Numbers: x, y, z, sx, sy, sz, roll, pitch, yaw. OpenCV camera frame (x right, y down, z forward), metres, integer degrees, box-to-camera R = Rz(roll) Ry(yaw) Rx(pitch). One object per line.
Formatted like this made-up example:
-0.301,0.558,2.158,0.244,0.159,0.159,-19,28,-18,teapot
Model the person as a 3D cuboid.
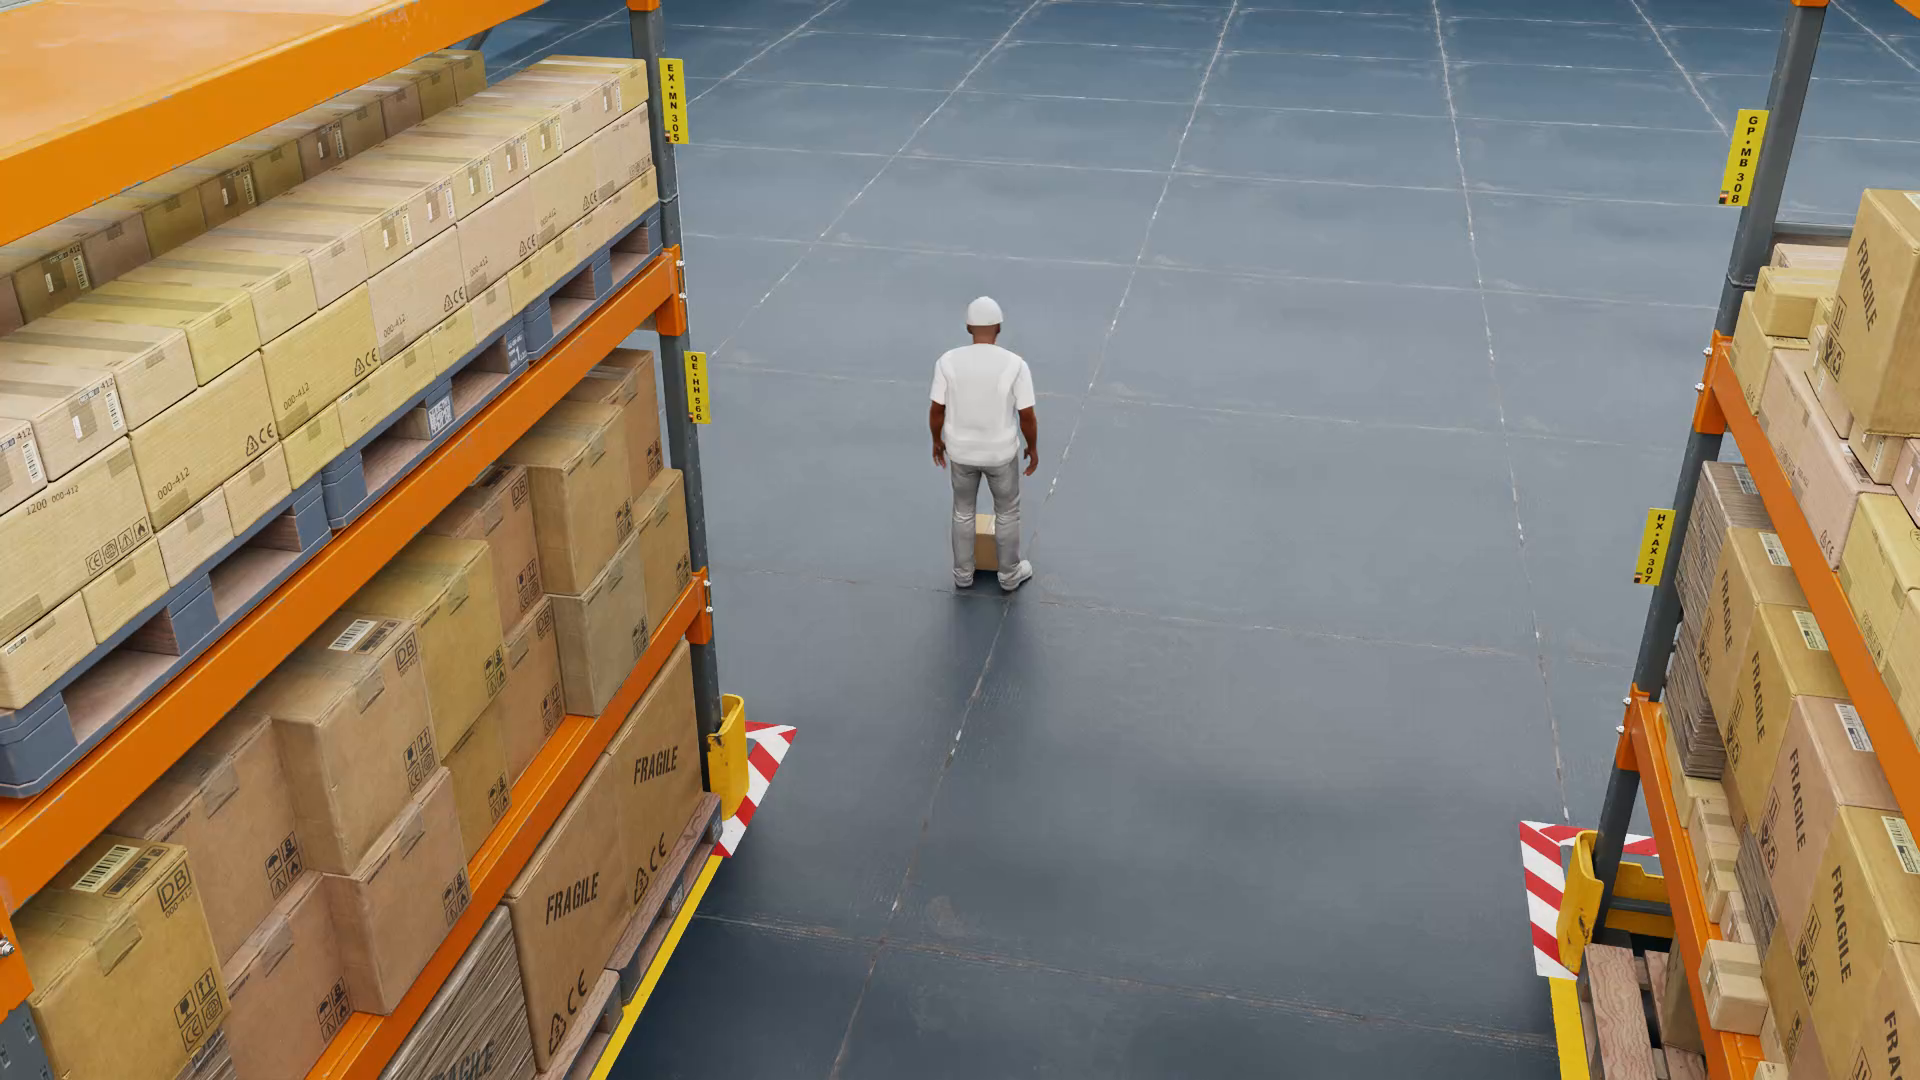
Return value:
0.143,-0.541,9.591,0.627,1.761,0.460,6,29,10,person
